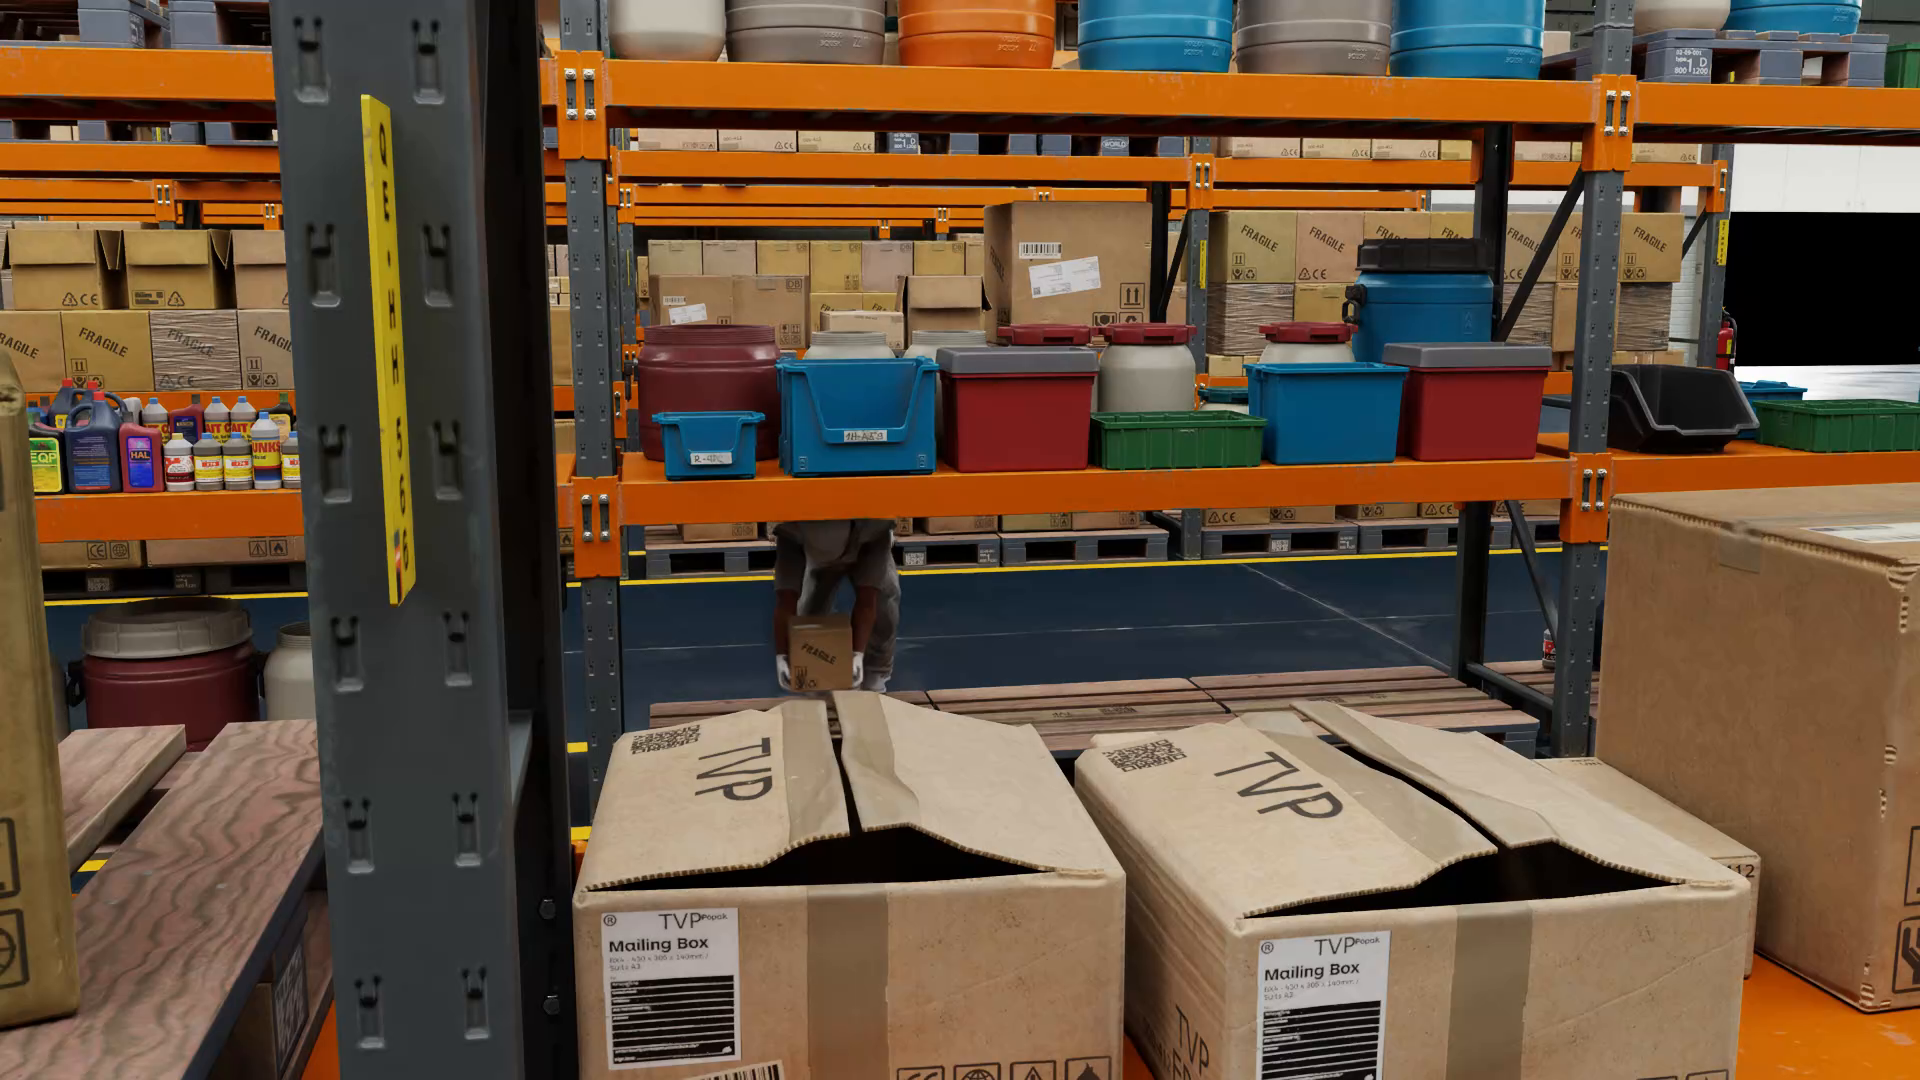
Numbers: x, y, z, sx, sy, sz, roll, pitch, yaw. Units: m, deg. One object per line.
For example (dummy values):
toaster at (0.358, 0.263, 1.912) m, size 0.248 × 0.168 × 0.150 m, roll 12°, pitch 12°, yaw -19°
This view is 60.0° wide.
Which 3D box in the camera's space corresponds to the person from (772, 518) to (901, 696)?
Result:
person at (-0.522, 0.343, 7.129) m, size 0.525 × 1.167 × 1.065 m, roll 1°, pitch 10°, yaw 3°
